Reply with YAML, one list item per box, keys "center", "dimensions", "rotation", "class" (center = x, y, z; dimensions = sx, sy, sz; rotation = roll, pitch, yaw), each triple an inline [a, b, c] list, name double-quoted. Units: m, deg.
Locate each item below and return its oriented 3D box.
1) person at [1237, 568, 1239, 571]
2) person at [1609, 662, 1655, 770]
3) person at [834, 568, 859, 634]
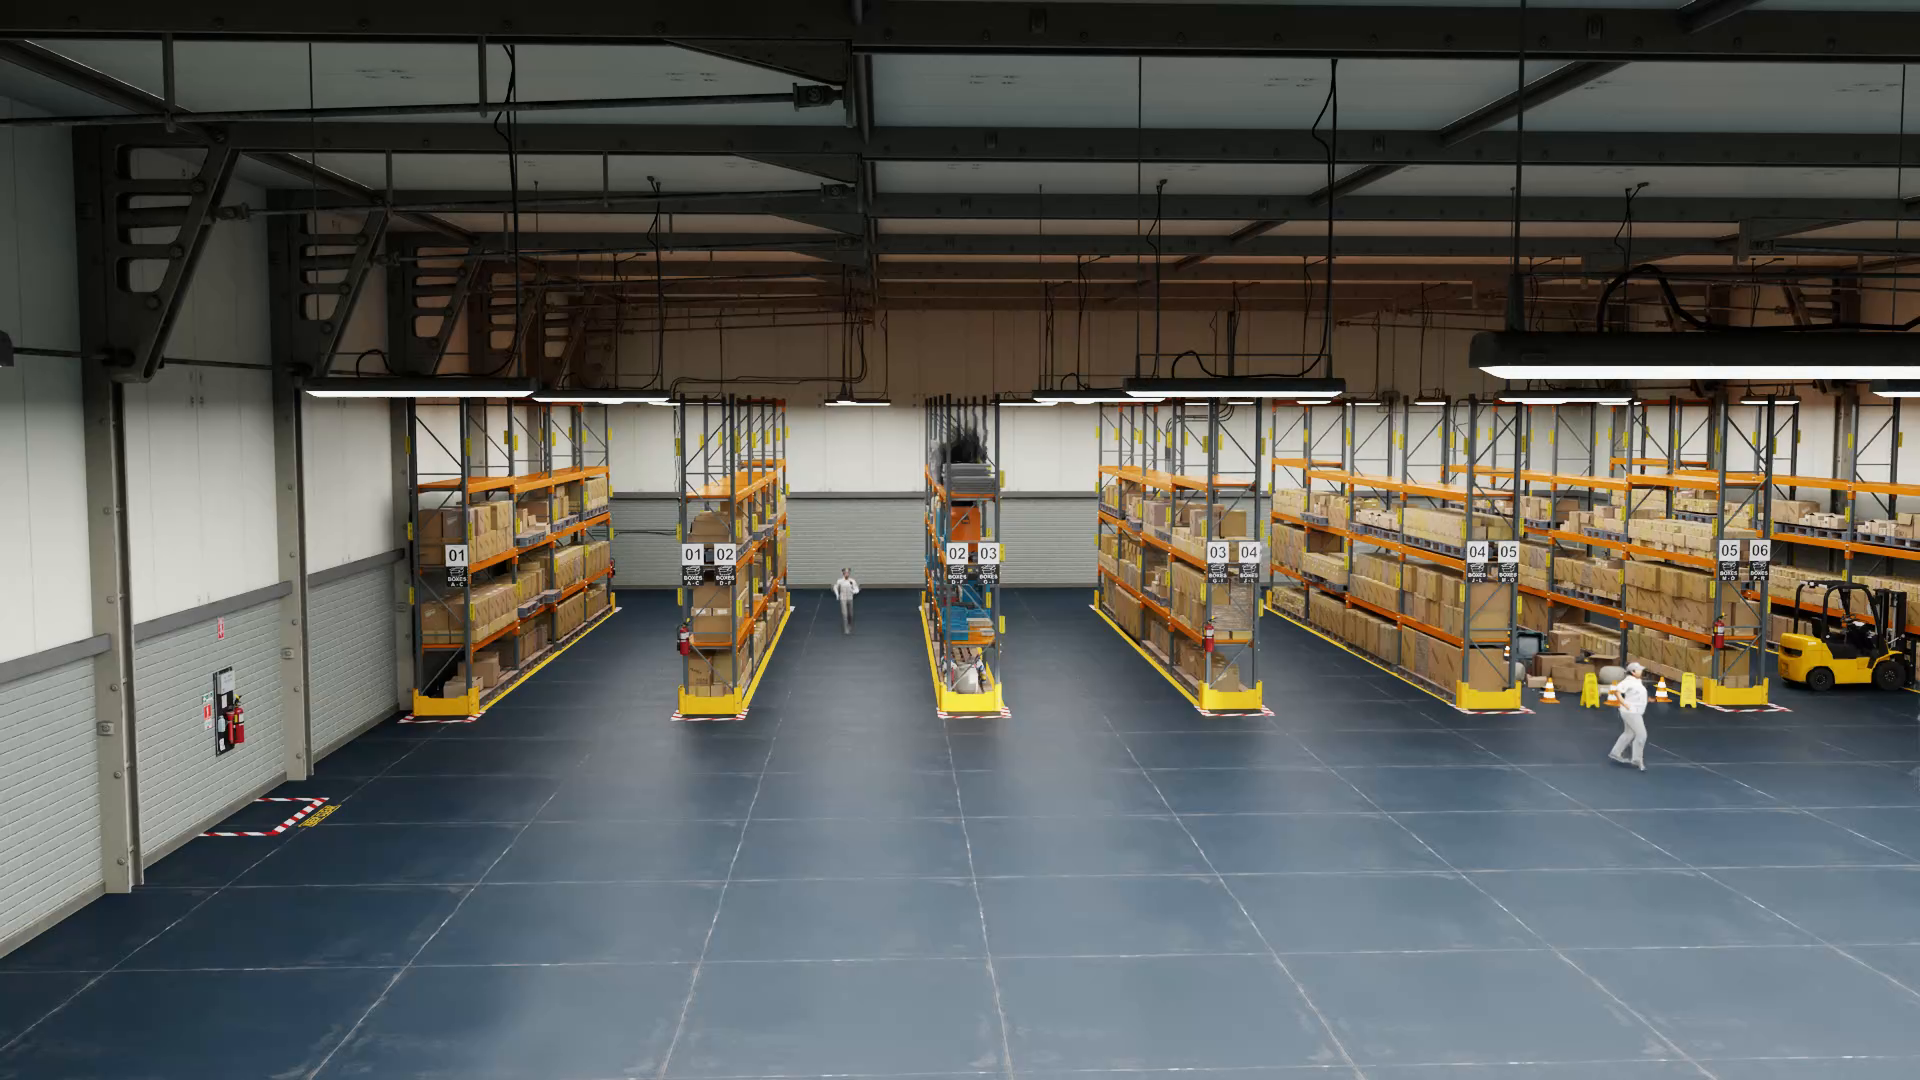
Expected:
- center: [8.238, 0.991, 48.520]
  dimensions: [0.889, 1.777, 0.693]
  rotation: [-3, 5, -32]
  class: "person"
- center: [10.742, 2.814, 26.585]
  dimensions: [0.659, 1.736, 0.592]
  rotation: [3, 5, 33]
  class: "person"
- center: [-2.889, 1.530, 42.369]
  dimensions: [0.623, 1.669, 0.866]
  rotation: [-1, 5, -12]
  class: "person"
